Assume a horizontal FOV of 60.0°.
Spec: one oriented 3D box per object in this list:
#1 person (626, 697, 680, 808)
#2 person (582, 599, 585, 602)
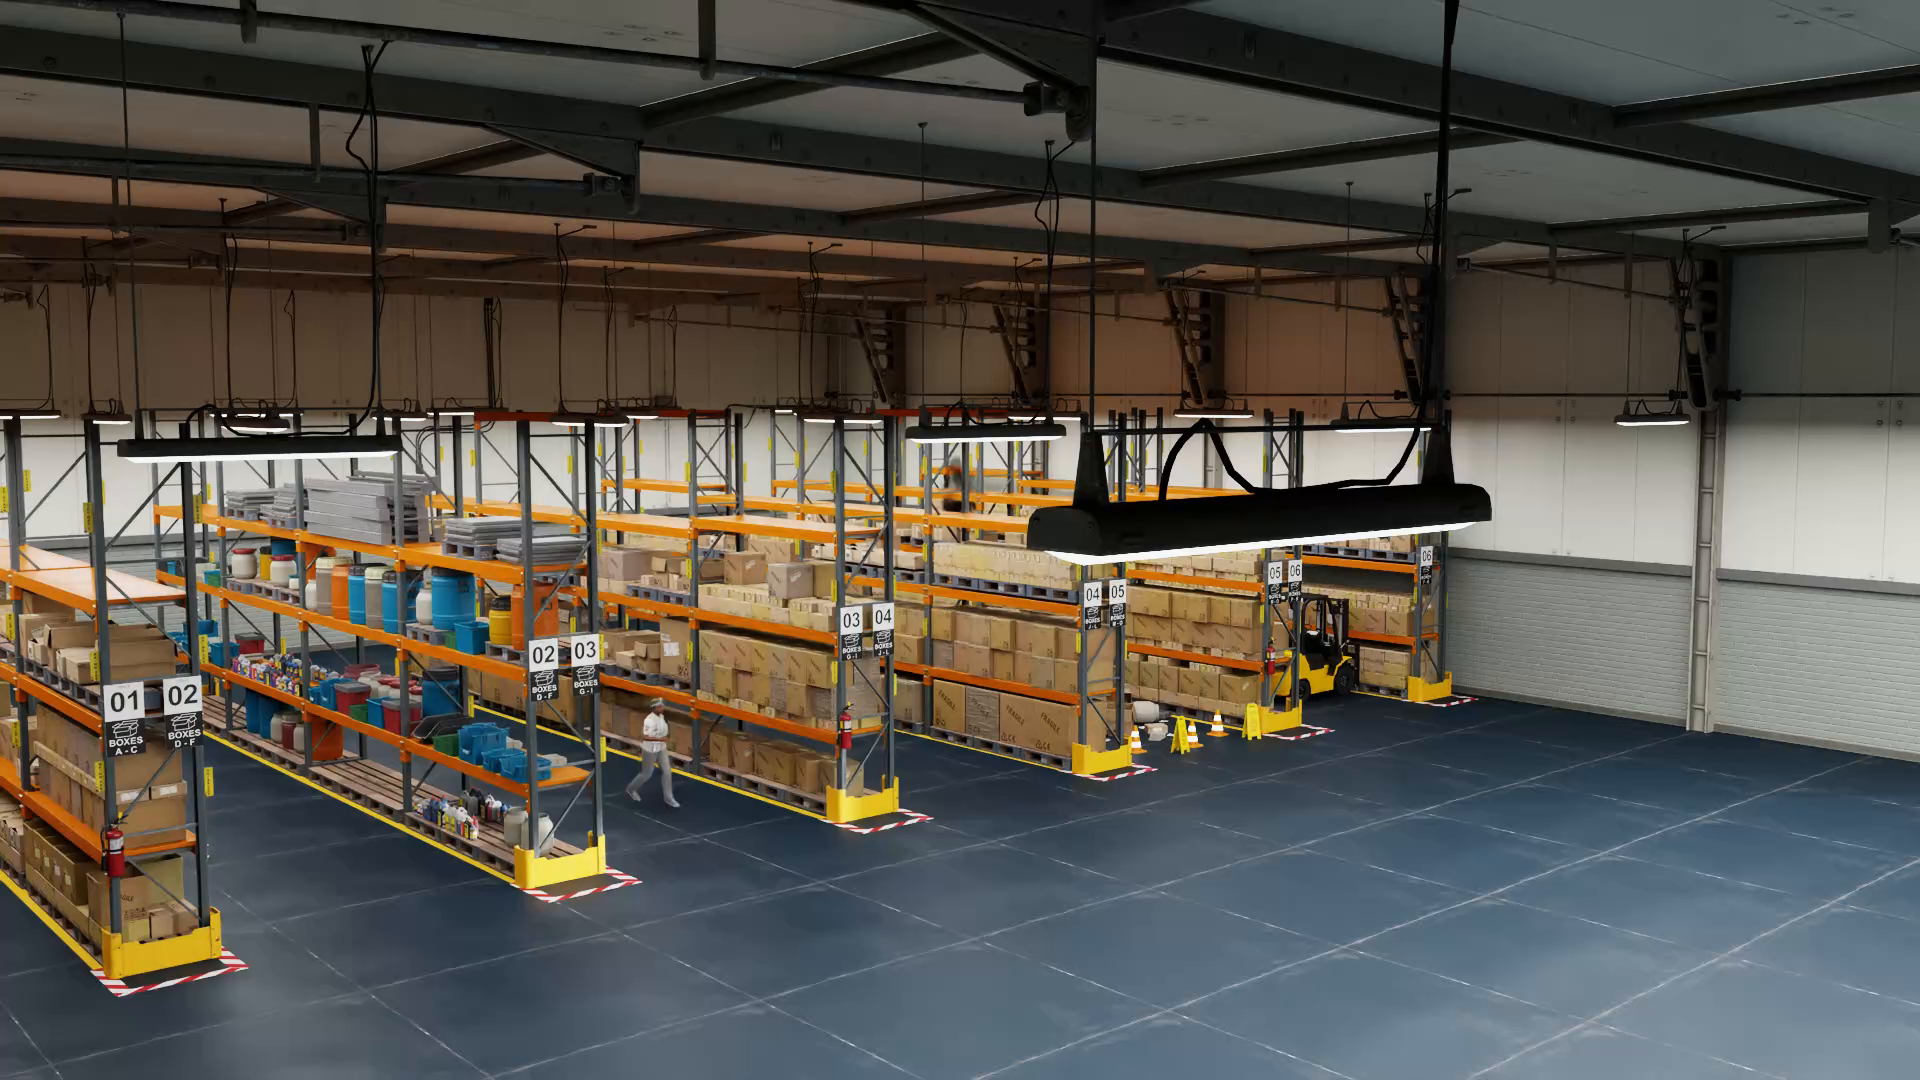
[{"bbox_3d":[-4.723,3.241,25.545,0.924,1.692,0.549,3,6,28],"label":"person"},{"bbox_3d":[-8.691,2.158,38.032,0.633,1.632,0.892,-3,6,-29],"label":"person"}]
